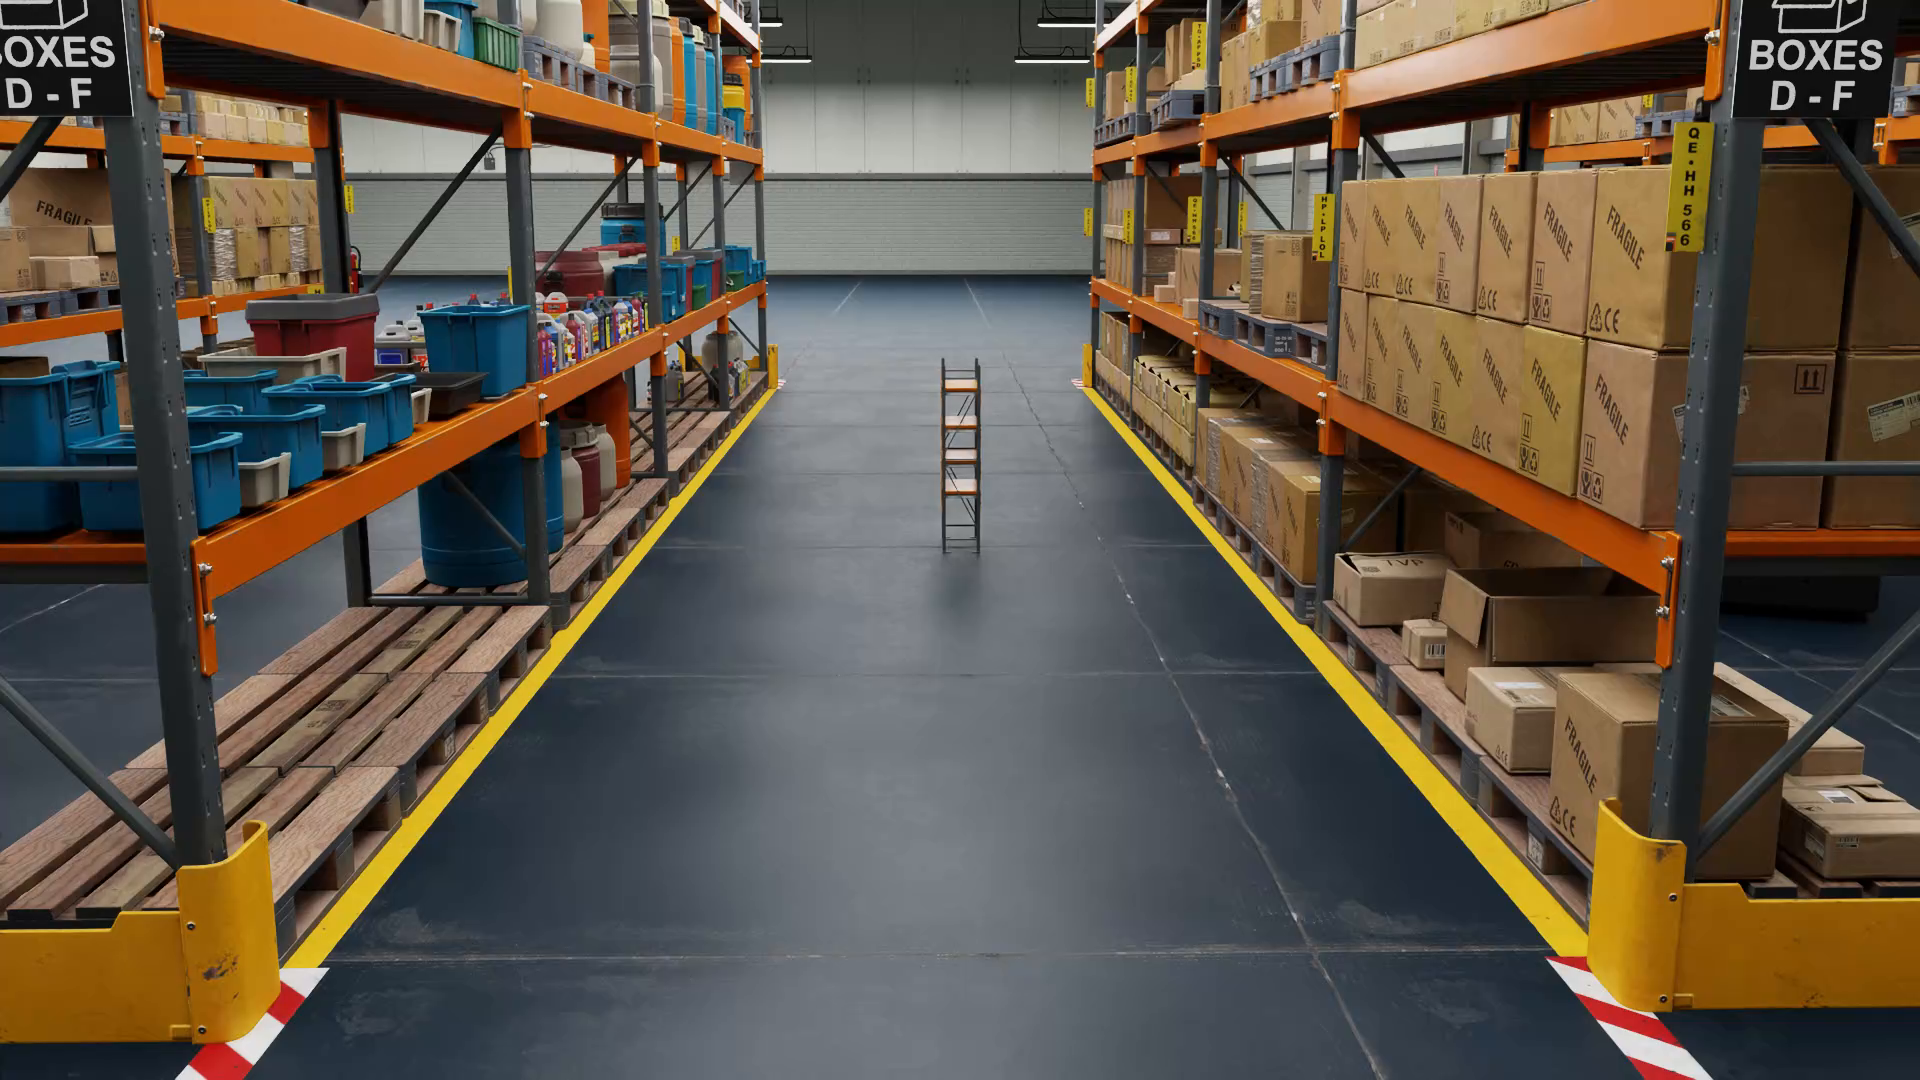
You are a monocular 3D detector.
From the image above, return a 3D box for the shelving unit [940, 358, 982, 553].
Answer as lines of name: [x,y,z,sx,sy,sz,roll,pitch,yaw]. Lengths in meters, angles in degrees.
shelving unit: [0.003,-0.555,10.778,0.258,1.200,0.503,0,11,-1]

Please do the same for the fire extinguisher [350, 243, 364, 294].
fire extinguisher: [-7.346,-3.310,20.023,0.296,0.674,0.183,0,11,-1]

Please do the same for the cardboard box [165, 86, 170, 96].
cardboard box: [-7.986,-4.526,16.023,0.500,0.500,0.500,-1,11,-3]

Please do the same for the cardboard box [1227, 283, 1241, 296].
cardboard box: [2.301,-1.801,12.618,0.500,0.311,0.500,0,11,2]

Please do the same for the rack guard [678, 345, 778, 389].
rack guard: [-2.804,-2.103,20.169,1.175,0.500,0.348,0,11,-1]

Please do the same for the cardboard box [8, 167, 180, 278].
cardboard box: [-7.846,-2.869,15.092,1.000,1.000,1.000,0,11,-1]

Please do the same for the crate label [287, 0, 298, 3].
crate label: [-2.218,-1.745,4.944,0.408,0.251,0.502,0,11,-1]

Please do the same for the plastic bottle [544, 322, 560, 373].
plastic bottle: [-2.211,-1.038,8.956,0.097,0.271,0.097,0,11,0]

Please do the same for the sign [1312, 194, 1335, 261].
sign: [1.793,-1.542,8.203,0.100,0.325,0.005,0,11,-1]

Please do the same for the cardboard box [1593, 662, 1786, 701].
cardboard box: [2.682,0.642,6.162,0.500,0.250,0.500,0,11,-1]

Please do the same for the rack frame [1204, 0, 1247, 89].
rack frame: [2.265,-4.713,11.656,1.000,3.000,0.127,0,11,-1]

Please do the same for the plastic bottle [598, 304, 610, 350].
plastic bottle: [-2.222,-1.327,10.348,0.061,0.283,0.133,0,11,-1]

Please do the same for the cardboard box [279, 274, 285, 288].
cardboard box: [-7.521,-2.796,17.930,0.380,0.149,0.250,0,11,-1]

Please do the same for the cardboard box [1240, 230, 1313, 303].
cardboard box: [2.391,-1.903,11.586,0.700,0.500,0.500,-4,12,-20]

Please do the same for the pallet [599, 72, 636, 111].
pallet: [-2.769,-2.978,11.125,1.003,0.211,1.213,0,11,-1]

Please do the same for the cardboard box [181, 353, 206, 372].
cardboard box: [-7.690,-1.588,16.574,0.500,0.500,0.500,-1,11,-3]

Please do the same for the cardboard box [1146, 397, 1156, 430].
cardboard box: [1.966,-1.140,14.995,0.500,0.250,0.500,-1,11,-3]

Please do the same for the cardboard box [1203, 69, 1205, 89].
cardboard box: [2.170,-3.569,12.884,0.500,0.250,0.500,0,11,0]

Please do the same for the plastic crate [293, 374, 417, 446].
plastic crate: [-2.231,-0.482,6.160,0.416,0.233,0.300,0,11,-1]

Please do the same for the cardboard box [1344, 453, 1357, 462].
cardboard box: [2.556,-0.271,10.029,0.500,0.500,0.500,0,11,0]

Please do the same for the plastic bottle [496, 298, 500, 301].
plastic bottle: [-3.030,-1.444,10.925,0.061,0.283,0.133,0,11,-1]

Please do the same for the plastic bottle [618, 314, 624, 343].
plastic bottle: [-2.252,-1.392,10.876,0.097,0.201,0.097,0,11,0]

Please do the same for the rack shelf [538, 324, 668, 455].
rack shelf: [-2.646,-1.003,10.267,1.077,0.370,4.000,0,11,-1]

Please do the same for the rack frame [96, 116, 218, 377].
rack frame: [-7.722,-2.528,15.975,1.000,3.000,0.127,0,11,-1]

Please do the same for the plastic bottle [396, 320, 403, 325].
plastic bottle: [-2.987,-1.024,8.853,0.061,0.283,0.133,0,11,-1]

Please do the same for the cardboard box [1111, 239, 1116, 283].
cardboard box: [2.112,-3.215,19.109,0.700,0.500,0.500,0,11,0]

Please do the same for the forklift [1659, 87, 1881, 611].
forklift: [4.795,-1.300,10.097,1.130,2.935,3.031,3,12,16]

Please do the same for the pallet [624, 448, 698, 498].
pallet: [-2.665,-0.541,13.193,1.003,0.211,1.213,0,11,-1]

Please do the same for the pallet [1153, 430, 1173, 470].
pallet: [2.265,-0.812,14.529,1.003,0.211,1.213,0,11,-1]

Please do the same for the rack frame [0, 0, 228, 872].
rack frame: [-2.522,-0.163,4.317,1.000,3.000,0.127,0,11,-1]

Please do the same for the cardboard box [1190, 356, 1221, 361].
cardboard box: [2.477,-1.622,15.956,0.500,0.311,0.500,0,11,-1]

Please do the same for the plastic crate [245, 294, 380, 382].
plastic crate: [-2.837,-0.840,7.344,0.402,0.464,0.583,0,11,-1]

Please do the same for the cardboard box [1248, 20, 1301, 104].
cardboard box: [2.329,-3.000,10.508,0.910,0.500,0.500,0,11,-1]

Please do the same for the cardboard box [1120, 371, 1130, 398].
cardboard box: [1.954,-1.617,17.343,0.500,0.250,0.500,0,11,-1]

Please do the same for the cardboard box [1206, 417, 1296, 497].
cardboard box: [2.005,-0.567,11.492,0.500,0.500,0.500,-1,11,-3]

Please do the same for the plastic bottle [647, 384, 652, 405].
plastic bottle: [-3.089,-1.463,16.659,0.097,0.201,0.097,0,11,0]

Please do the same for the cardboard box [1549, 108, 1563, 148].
cardboard box: [6.799,-4.635,18.516,0.500,0.500,0.500,0,11,1]

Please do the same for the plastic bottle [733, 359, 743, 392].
plastic bottle: [-2.385,-1.750,17.695,0.144,0.351,0.185,0,11,-2]

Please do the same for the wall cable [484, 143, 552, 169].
wall cable: [-13.429,-14.316,50.439,2.305,6.003,0.169,0,11,-1]

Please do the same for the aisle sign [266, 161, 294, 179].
aisle sign: [-8.106,-4.608,19.690,0.394,0.787,0.004,0,11,-1]

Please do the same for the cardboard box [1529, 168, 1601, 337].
cardboard box: [2.135,-0.909,5.230,0.500,0.500,0.500,0,11,0]

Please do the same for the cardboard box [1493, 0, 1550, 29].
cardboard box: [2.133,-1.879,5.608,0.500,0.250,0.500,0,11,-1]

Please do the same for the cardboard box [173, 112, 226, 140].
cardboard box: [-7.475,-4.015,16.137,0.500,0.250,0.500,-1,11,-3]

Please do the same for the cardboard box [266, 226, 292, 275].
cardboard box: [-7.725,-3.110,17.847,0.875,0.500,0.500,0,11,-1]

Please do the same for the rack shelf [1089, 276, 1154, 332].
rack shelf: [2.141,-2.613,18.203,1.077,0.370,4.000,0,11,-1]

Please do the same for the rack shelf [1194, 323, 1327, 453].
rack shelf: [2.306,-1.022,10.364,1.077,0.370,4.000,0,11,-1]

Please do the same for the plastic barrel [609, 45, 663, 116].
plastic barrel: [-2.388,-3.341,12.157,0.421,0.512,0.421,0,11,0]

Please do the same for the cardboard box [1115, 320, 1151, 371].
cardboard box: [1.941,-2.084,17.759,0.500,0.500,0.500,0,11,-1]

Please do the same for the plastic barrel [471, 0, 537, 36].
plastic barrel: [-2.365,-2.806,8.404,0.433,0.535,0.433,0,11,0]

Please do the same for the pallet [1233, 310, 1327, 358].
pallet: [2.310,-1.292,10.366,1.003,0.211,1.213,0,11,-1]

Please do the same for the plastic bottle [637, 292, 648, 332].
plastic bottle: [-2.253,-1.617,11.779,0.061,0.283,0.133,0,11,-1]

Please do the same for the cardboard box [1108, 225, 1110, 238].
cardboard box: [1.904,-3.549,19.125,0.380,0.149,0.250,0,11,-1]

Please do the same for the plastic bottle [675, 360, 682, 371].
plastic bottle: [-3.127,-1.860,18.439,0.097,0.271,0.097,0,11,0]

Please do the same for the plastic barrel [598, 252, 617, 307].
plastic barrel: [-2.922,-2.011,13.148,0.421,0.512,0.421,0,11,0]

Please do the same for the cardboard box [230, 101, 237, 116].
cardboard box: [-7.527,-4.341,16.742,0.380,0.149,0.250,0,11,1]

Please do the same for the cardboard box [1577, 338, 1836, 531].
cardboard box: [2.149,-0.319,4.837,0.500,0.500,0.500,0,11,1]

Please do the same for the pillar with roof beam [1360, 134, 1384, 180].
pillar with roof beam: [3.379,-8.556,30.601,9.100,9.000,0.400,0,11,-1]

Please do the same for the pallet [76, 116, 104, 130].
pallet: [-7.791,-3.577,14.072,1.213,0.211,1.003,0,11,-1]
